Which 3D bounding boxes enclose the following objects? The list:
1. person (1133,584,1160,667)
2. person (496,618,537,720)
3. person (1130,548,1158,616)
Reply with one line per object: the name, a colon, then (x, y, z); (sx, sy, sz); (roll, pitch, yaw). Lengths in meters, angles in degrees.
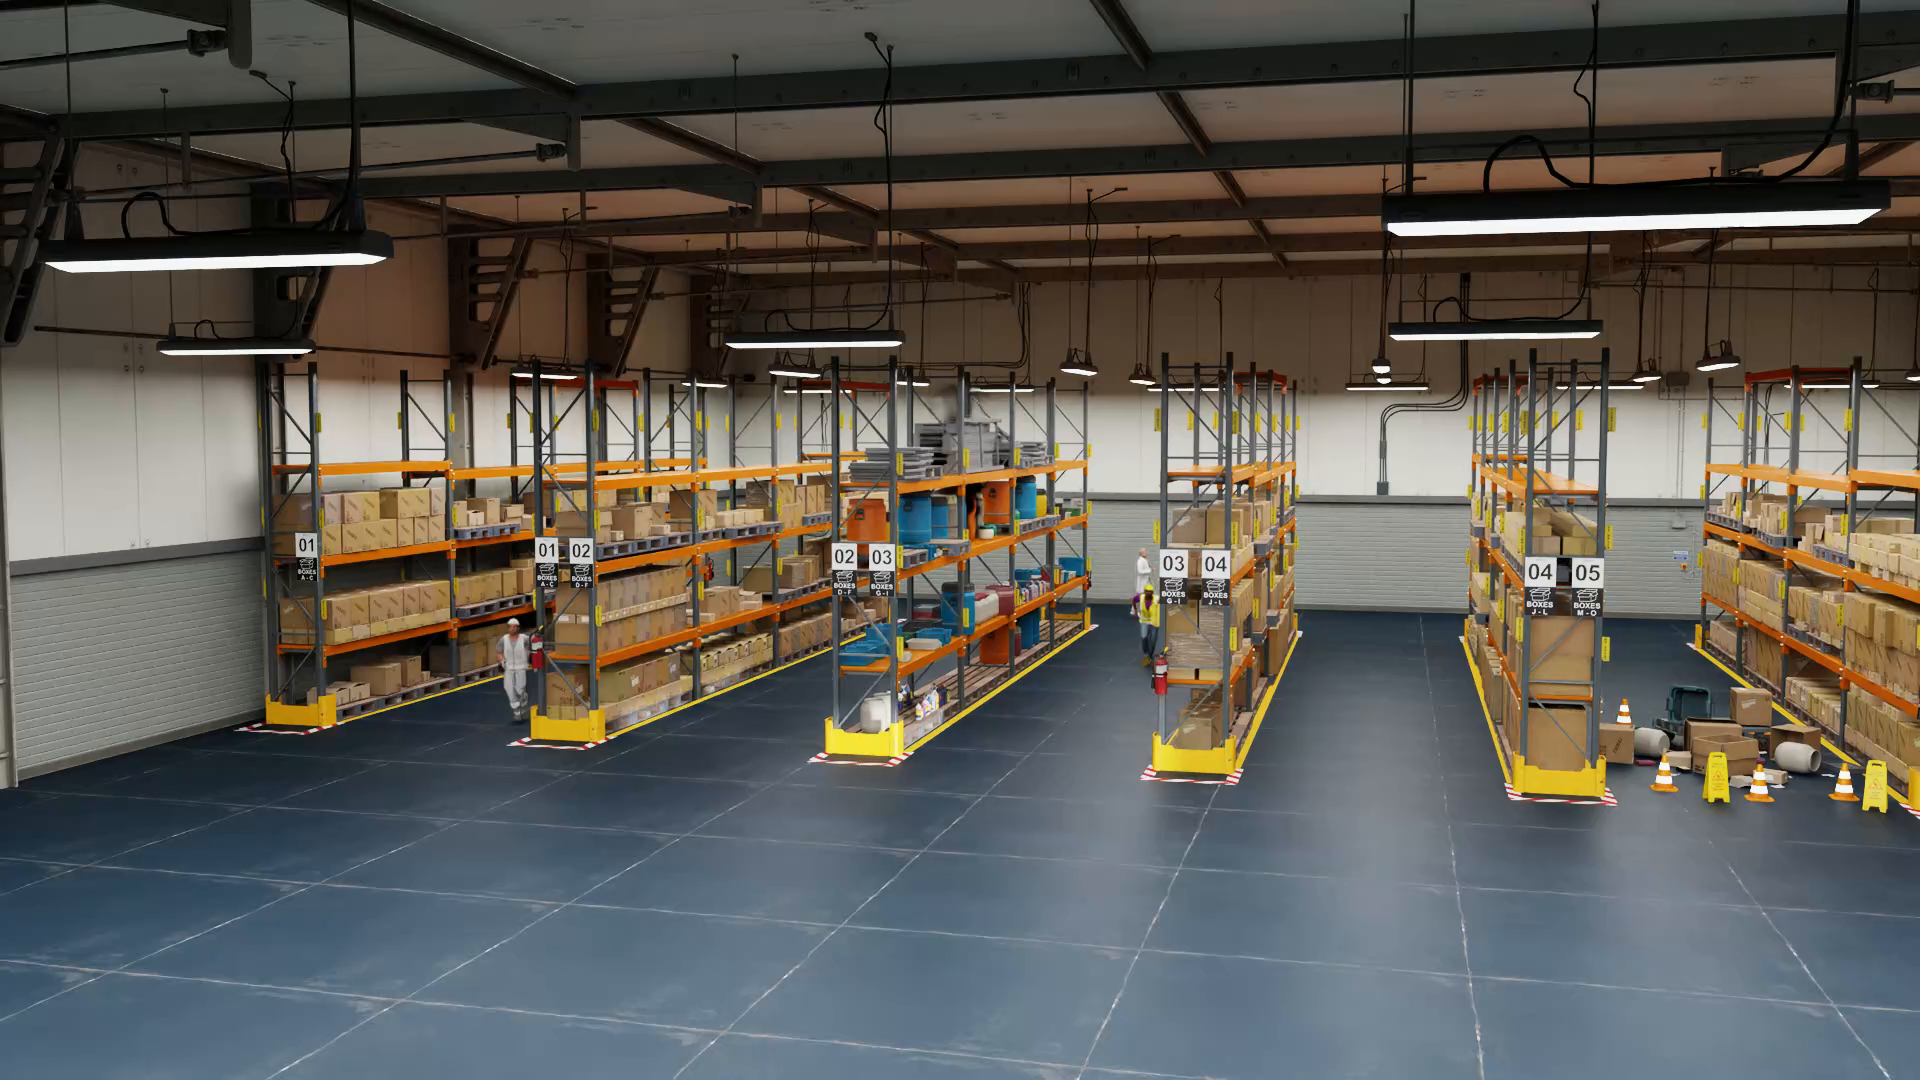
person: (3.881, 1.741, 34.123); (0.685, 1.718, 0.919); (0, 4, 6)
person: (-7.425, 2.173, 27.795); (0.661, 1.734, 0.642); (0, 4, -3)
person: (4.741, 1.126, 42.641); (0.769, 1.830, 0.685); (2, 5, 29)
